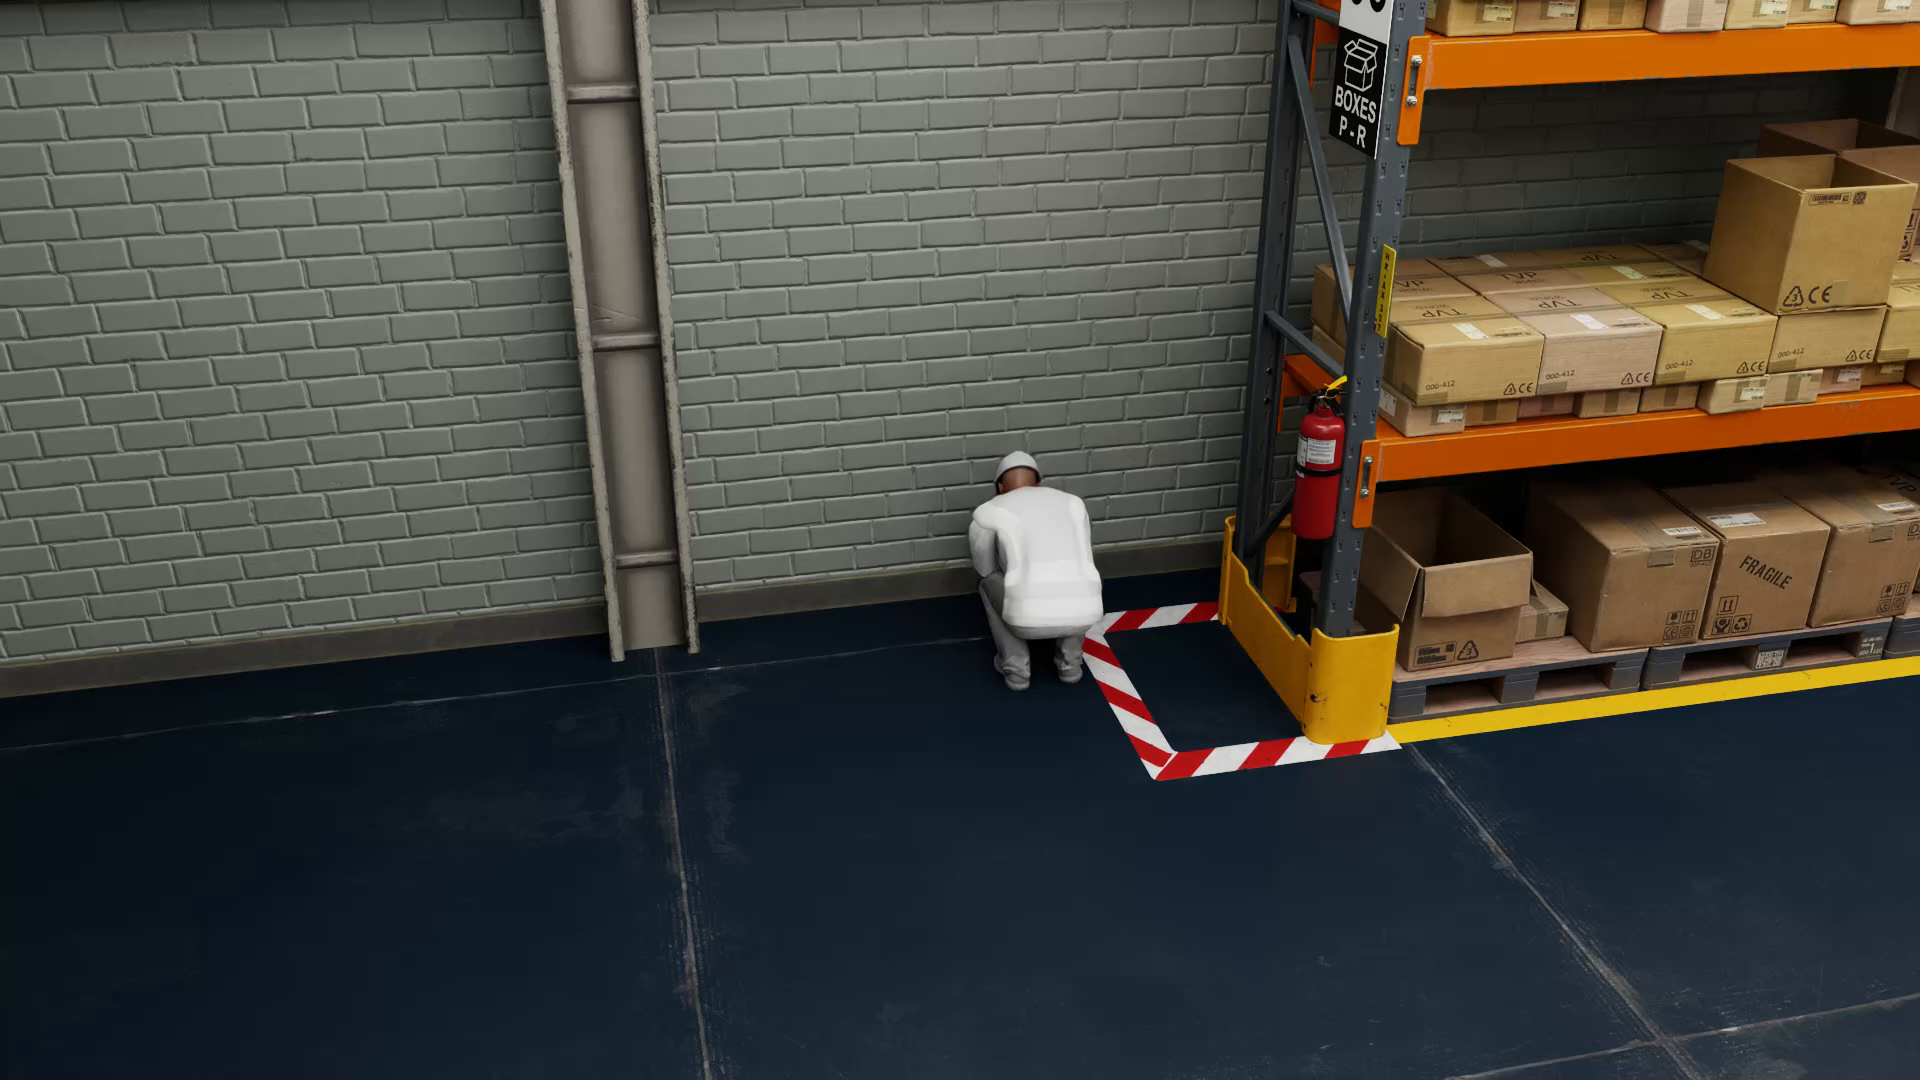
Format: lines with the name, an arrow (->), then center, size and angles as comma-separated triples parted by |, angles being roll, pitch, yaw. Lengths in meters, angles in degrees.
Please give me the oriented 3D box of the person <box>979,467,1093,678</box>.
person -> 0.333, 0.174, 7.326 | 0.525, 0.869, 0.845 | -2, 27, -5
